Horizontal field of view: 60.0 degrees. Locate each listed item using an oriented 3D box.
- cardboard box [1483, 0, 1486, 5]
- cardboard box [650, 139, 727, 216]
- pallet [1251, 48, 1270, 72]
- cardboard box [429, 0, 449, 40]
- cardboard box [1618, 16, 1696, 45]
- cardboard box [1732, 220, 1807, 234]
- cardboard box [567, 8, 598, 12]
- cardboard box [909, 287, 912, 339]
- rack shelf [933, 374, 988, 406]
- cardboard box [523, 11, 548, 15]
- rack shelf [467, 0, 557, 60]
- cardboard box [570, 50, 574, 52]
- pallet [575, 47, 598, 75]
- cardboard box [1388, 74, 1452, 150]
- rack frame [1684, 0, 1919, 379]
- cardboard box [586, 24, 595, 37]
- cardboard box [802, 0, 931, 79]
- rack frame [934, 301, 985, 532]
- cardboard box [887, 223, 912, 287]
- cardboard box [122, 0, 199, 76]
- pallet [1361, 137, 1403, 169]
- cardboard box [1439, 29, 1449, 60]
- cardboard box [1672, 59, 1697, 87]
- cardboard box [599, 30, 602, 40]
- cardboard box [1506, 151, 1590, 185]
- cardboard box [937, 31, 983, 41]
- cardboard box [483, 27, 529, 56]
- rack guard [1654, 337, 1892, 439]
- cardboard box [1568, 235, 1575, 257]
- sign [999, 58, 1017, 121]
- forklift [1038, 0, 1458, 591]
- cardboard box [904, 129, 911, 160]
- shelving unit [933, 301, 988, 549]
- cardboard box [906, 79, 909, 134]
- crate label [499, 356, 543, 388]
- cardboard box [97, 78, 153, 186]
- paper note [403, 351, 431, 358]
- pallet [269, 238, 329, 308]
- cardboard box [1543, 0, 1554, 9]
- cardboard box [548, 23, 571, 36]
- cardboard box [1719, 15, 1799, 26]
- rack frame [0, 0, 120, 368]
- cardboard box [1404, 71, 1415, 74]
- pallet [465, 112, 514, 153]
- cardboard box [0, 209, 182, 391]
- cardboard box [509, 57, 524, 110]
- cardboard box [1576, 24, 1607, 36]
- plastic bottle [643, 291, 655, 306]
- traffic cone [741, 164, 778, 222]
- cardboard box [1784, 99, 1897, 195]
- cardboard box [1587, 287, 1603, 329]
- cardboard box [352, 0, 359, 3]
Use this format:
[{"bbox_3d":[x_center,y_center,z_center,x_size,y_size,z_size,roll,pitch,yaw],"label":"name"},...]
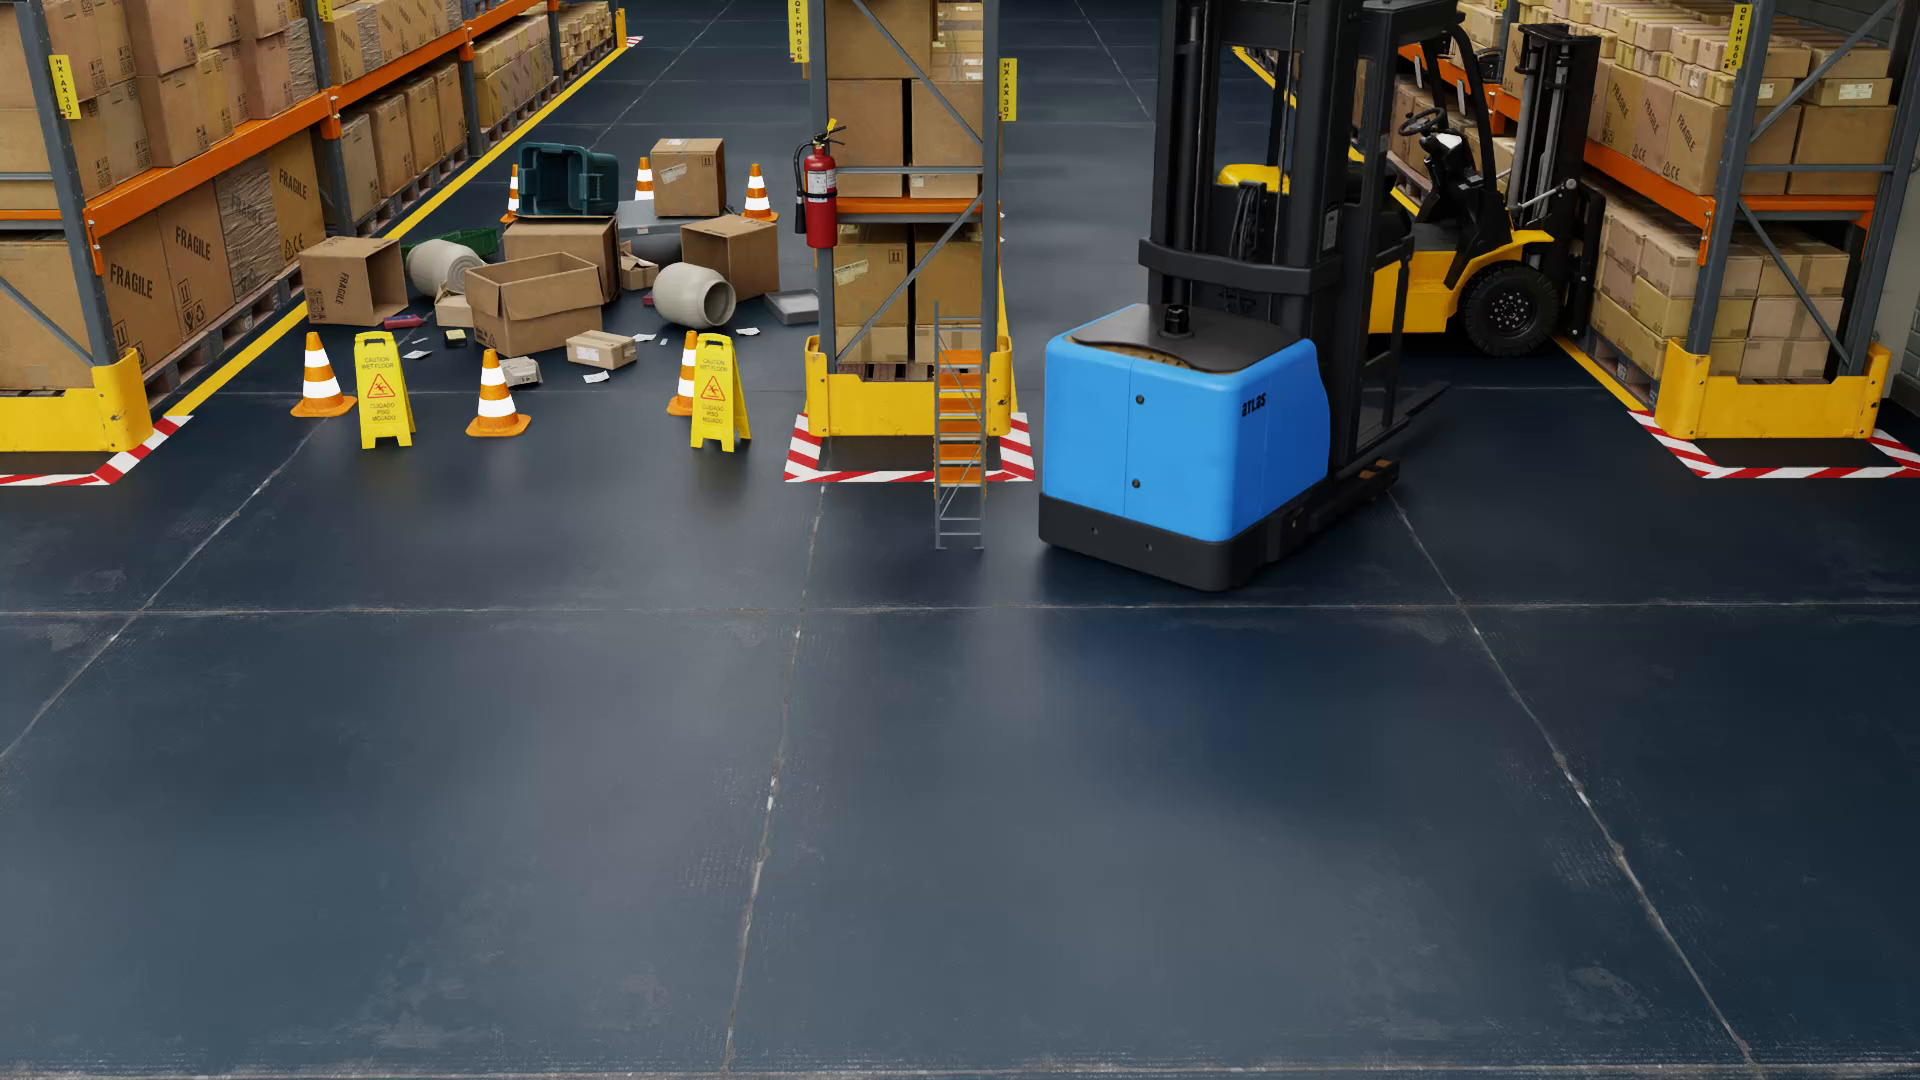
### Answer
[{"bbox_3d":[4.430,-4.364,13.351,0.380,0.149,0.250,0,24,-1],"label":"cardboard box"},{"bbox_3d":[-2.116,-2.838,12.999,0.500,0.500,0.500,0,24,-1],"label":"cardboard box"},{"bbox_3d":[4.517,-6.489,22.342,1.003,0.211,1.213,0,24,-1],"label":"pallet"},{"bbox_3d":[-5.051,-4.892,15.306,0.500,0.500,0.500,0,24,-1],"label":"cardboard box"},{"bbox_3d":[4.342,-3.177,10.364,0.380,0.149,0.250,0,24,0],"label":"cardboard box"},{"bbox_3d":[4.846,-1.827,10.263,0.500,0.250,0.500,0,24,0],"label":"cardboard box"},{"bbox_3d":[-5.142,-7.163,22.675,0.380,0.149,0.250,-1,24,-3],"label":"cardboard box"},{"bbox_3d":[-0.568,-1.488,10.727,0.500,0.250,0.500,0,24,0],"label":"cardboard box"},{"bbox_3d":[0.000,-0.719,7.909,0.258,0.103,0.180,0,24,-1],"label":"rack shelf"},{"bbox_3d":[-5.673,-7.046,22.416,0.380,0.149,0.250,1,24,2],"label":"cardboard box"},{"bbox_3d":[-5.350,-5.733,18.159,1.077,0.370,4.000,0,24,-1],"label":"rack shelf"},{"bbox_3d":[-5.113,-6.141,21.137,0.380,0.149,0.250,0,24,-1],"label":"cardboard box"},{"bbox_3d":[-5.431,-6.395,22.133,1.003,0.211,1.213,0,24,-1],"label":"pallet"},{"bbox_3d":[4.576,-4.177,16.217,0.875,0.625,0.625,1,24,1],"label":"cardboard box"},{"bbox_3d":[4.671,-2.028,9.094,1.000,3.000,0.127,0,24,-1],"label":"rack frame"},{"bbox_3d":[-5.115,-6.812,22.260,0.380,0.149,0.250,1,24,2],"label":"cardboard box"},{"bbox_3d":[-0.517,-2.850,9.216,0.700,0.500,0.500,-1,24,-2],"label":"cardboard box"},{"bbox_3d":[-0.001,-0.578,8.073,0.240,1.200,0.006,0,24,-1],"label":"rack frame"},{"bbox_3d":[-0.571,-1.828,10.569,0.500,0.500,0.500,1,24,1],"label":"cardboard box"},{"bbox_3d":[-5.175,-3.111,9.997,0.875,0.550,0.550,0,24,-1],"label":"cardboard box"},{"bbox_3d":[4.553,-3.714,16.207,1.003,0.211,1.213,0,24,-1],"label":"pallet"},{"bbox_3d":[4.374,-4.226,14.136,0.500,0.250,0.500,0,24,0],"label":"cardboard box"},{"bbox_3d":[4.413,-2.723,9.722,0.380,0.149,0.250,0,24,0],"label":"cardboard box"},{"bbox_3d":[-5.181,-6.995,23.026,0.380,0.149,0.250,0,24,-1],"label":"cardboard box"},{"bbox_3d":[4.314,-2.659,12.102,0.500,0.250,0.500,0,24,0],"label":"cardboard box"},{"bbox_3d":[-0.050,-3.014,10.793,0.500,0.500,0.500,-1,24,-2],"label":"cardboard box"},{"bbox_3d":[-5.099,-5.544,18.481,0.500,0.250,0.500,-1,24,-3],"label":"cardboard box"},{"bbox_3d":[4.671,-0.879,9.587,1.175,0.500,0.348,0,24,-1],"label":"rack guard"},{"bbox_3d":[4.330,-2.019,11.294,0.500,0.250,0.500,0,24,-1],"label":"cardboard box"},{"bbox_3d":[0.250,-2.401,8.868,0.100,0.325,0.005,0,24,-1],"label":"sign"},{"bbox_3d":[1.681,-1.644,8.329,1.130,2.935,3.031,18,30,34],"label":"forklift"},{"bbox_3d":[-0.501,-2.464,10.364,0.380,0.149,0.250,0,24,0],"label":"cardboard box"},{"bbox_3d":[0.000,-0.541,7.990,0.258,1.200,0.189,0,24,-1],"label":"shelving unit"},{"bbox_3d":[-0.577,-2.820,10.363,0.500,0.500,0.500,0,24,-1],"label":"cardboard box"},{"bbox_3d":[-2.764,-1.050,10.405,0.250,0.136,0.298,-14,28,-28],"label":"crate label"},{"bbox_3d":[-5.319,-2.388,9.707,0.875,0.550,0.550,0,24,-1],"label":"cardboard box"},{"bbox_3d":[-3.560,-1.223,10.919,0.144,0.017,0.142,8,26,18],"label":"paper note"},{"bbox_3d":[-5.355,-2.004,12.425,1.003,0.211,1.213,0,24,-1],"label":"pallet"},{"bbox_3d":[4.445,-3.913,11.992,0.380,0.149,0.250,0,24,0],"label":"cardboard box"},{"bbox_3d":[-5.190,-6.516,21.246,0.380,0.149,0.250,-1,24,-2],"label":"cardboard box"},{"bbox_3d":[4.974,-3.180,10.371,0.380,0.149,0.250,-1,24,-2],"label":"cardboard box"},{"bbox_3d":[-5.241,-1.940,8.900,1.000,3.000,0.127,0,24,-1],"label":"rack frame"},{"bbox_3d":[4.859,-4.552,17.198,0.500,0.500,0.500,1,24,1],"label":"cardboard box"},{"bbox_3d":[-5.336,-4.288,17.475,1.003,0.211,1.213,0,24,-1],"label":"pallet"},{"bbox_3d":[-5.315,-1.443,9.868,0.875,0.875,0.875,0,24,0],"label":"cardboard box"},{"bbox_3d":[-5.101,-5.000,18.190,0.500,0.500,0.500,-1,24,-2],"label":"cardboard box"},{"bbox_3d":[4.353,-3.357,11.124,0.380,0.149,0.250,-1,24,-2],"label":"cardboard box"},{"bbox_3d":[-2.198,-1.773,12.097,0.133,0.061,0.283,4,25,9],"label":"plastic bottle"},{"bbox_3d":[-1.750,-3.001,14.324,0.336,0.463,0.334,0,24,-1],"label":"traffic cone"},{"bbox_3d":[4.943,-2.279,9.527,0.500,0.500,0.500,1,24,1],"label":"cardboard box"},{"bbox_3d":[4.357,-1.570,10.908,0.500,0.250,0.500,0,24,0],"label":"cardboard box"},{"bbox_3d":[-5.309,-4.714,13.699,0.700,0.500,0.500,0,24,0],"label":"cardboard box"}]
